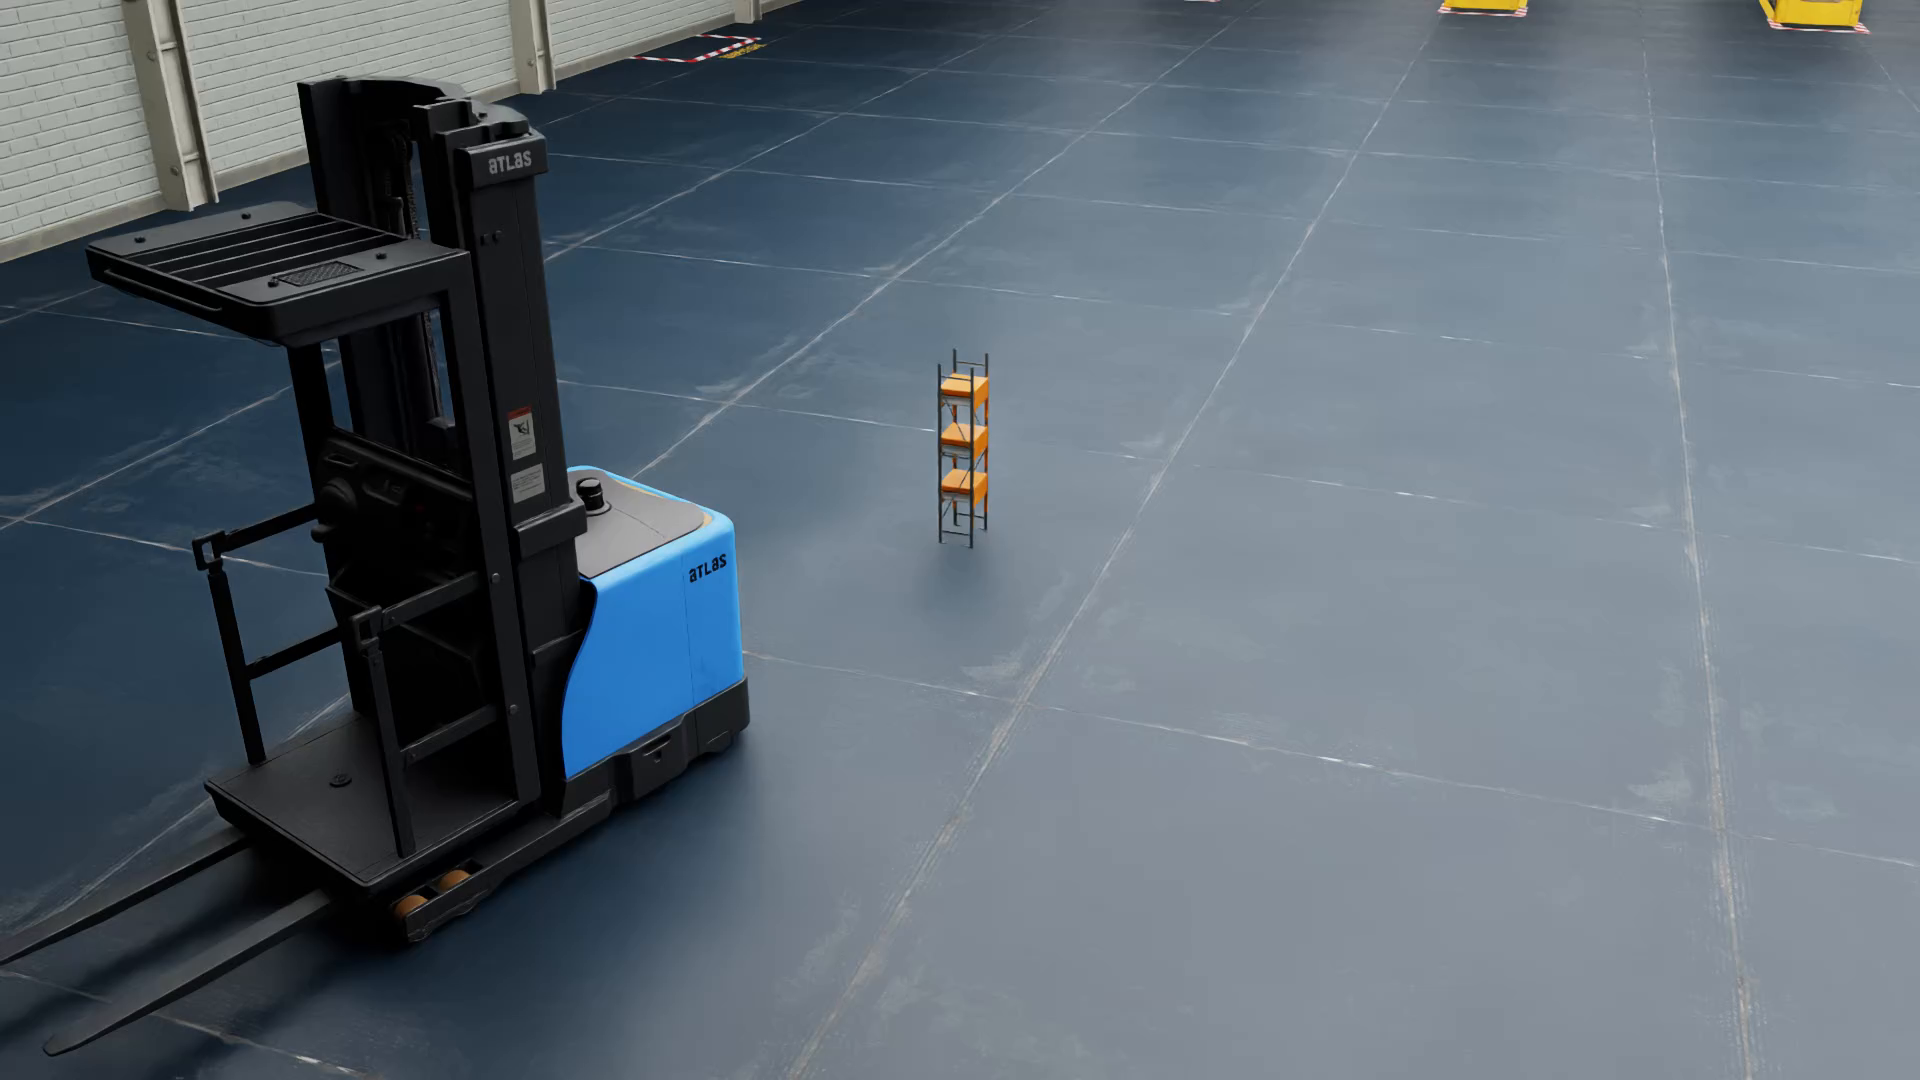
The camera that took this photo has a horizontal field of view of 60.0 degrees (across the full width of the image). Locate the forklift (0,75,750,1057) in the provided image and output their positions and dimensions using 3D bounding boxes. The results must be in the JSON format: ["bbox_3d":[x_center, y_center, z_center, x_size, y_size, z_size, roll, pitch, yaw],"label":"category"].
[{"bbox_3d":[-2.240,-0.074,6.040,1.130,2.935,3.031,19,32,34],"label":"forklift"}]

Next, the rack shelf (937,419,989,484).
[{"bbox_3d":[0.018,-0.485,9.071,0.215,0.259,0.240,9,27,17],"label":"rack shelf"}]

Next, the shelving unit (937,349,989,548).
[{"bbox_3d":[0.018,-0.495,9.067,0.215,1.050,0.252,9,27,17],"label":"shelving unit"}]

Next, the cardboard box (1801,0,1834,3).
[{"bbox_3d":[13.495,-8.687,26.135,0.500,0.500,0.500,14,29,27],"label":"cardboard box"}]

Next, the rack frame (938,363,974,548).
[{"bbox_3d":[-0.023,-0.444,8.963,0.200,1.050,0.008,9,27,17],"label":"rack frame"}]

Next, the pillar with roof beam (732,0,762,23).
[{"bbox_3d":[0.739,-11.547,22.772,9.100,9.000,0.400,9,27,17],"label":"pillar with roof beam"}]

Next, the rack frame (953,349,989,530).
[{"bbox_3d":[0.058,-0.545,9.170,0.200,1.050,0.008,9,27,17],"label":"rack frame"}]

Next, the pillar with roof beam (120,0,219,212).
[{"bbox_3d":[-3.255,-6.615,12.587,9.100,9.000,0.400,9,27,17],"label":"pillar with roof beam"}]

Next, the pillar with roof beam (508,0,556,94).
[{"bbox_3d":[-1.258,-9.081,17.679,9.100,9.000,0.400,9,27,17],"label":"pillar with roof beam"}]

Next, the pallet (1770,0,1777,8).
[{"bbox_3d":[14.008,-8.973,27.540,1.003,0.211,1.213,9,27,17],"label":"pallet"}]

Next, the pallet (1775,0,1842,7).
[{"bbox_3d":[13.600,-8.473,26.508,1.003,0.211,1.213,9,27,17],"label":"pallet"}]

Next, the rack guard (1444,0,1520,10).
[{"bbox_3d":[8.582,-9.000,27.264,1.175,0.500,0.348,9,27,17],"label":"rack guard"}]

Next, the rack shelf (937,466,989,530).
[{"bbox_3d":[0.018,-0.235,9.192,0.215,0.259,0.240,9,27,17],"label":"rack shelf"}]

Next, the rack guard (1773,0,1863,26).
[{"bbox_3d":[13.297,-8.275,25.766,1.175,0.500,0.348,9,27,17],"label":"rack guard"}]

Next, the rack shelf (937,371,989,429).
[{"bbox_3d":[0.018,-0.740,8.948,0.215,0.259,0.240,9,27,17],"label":"rack shelf"}]
